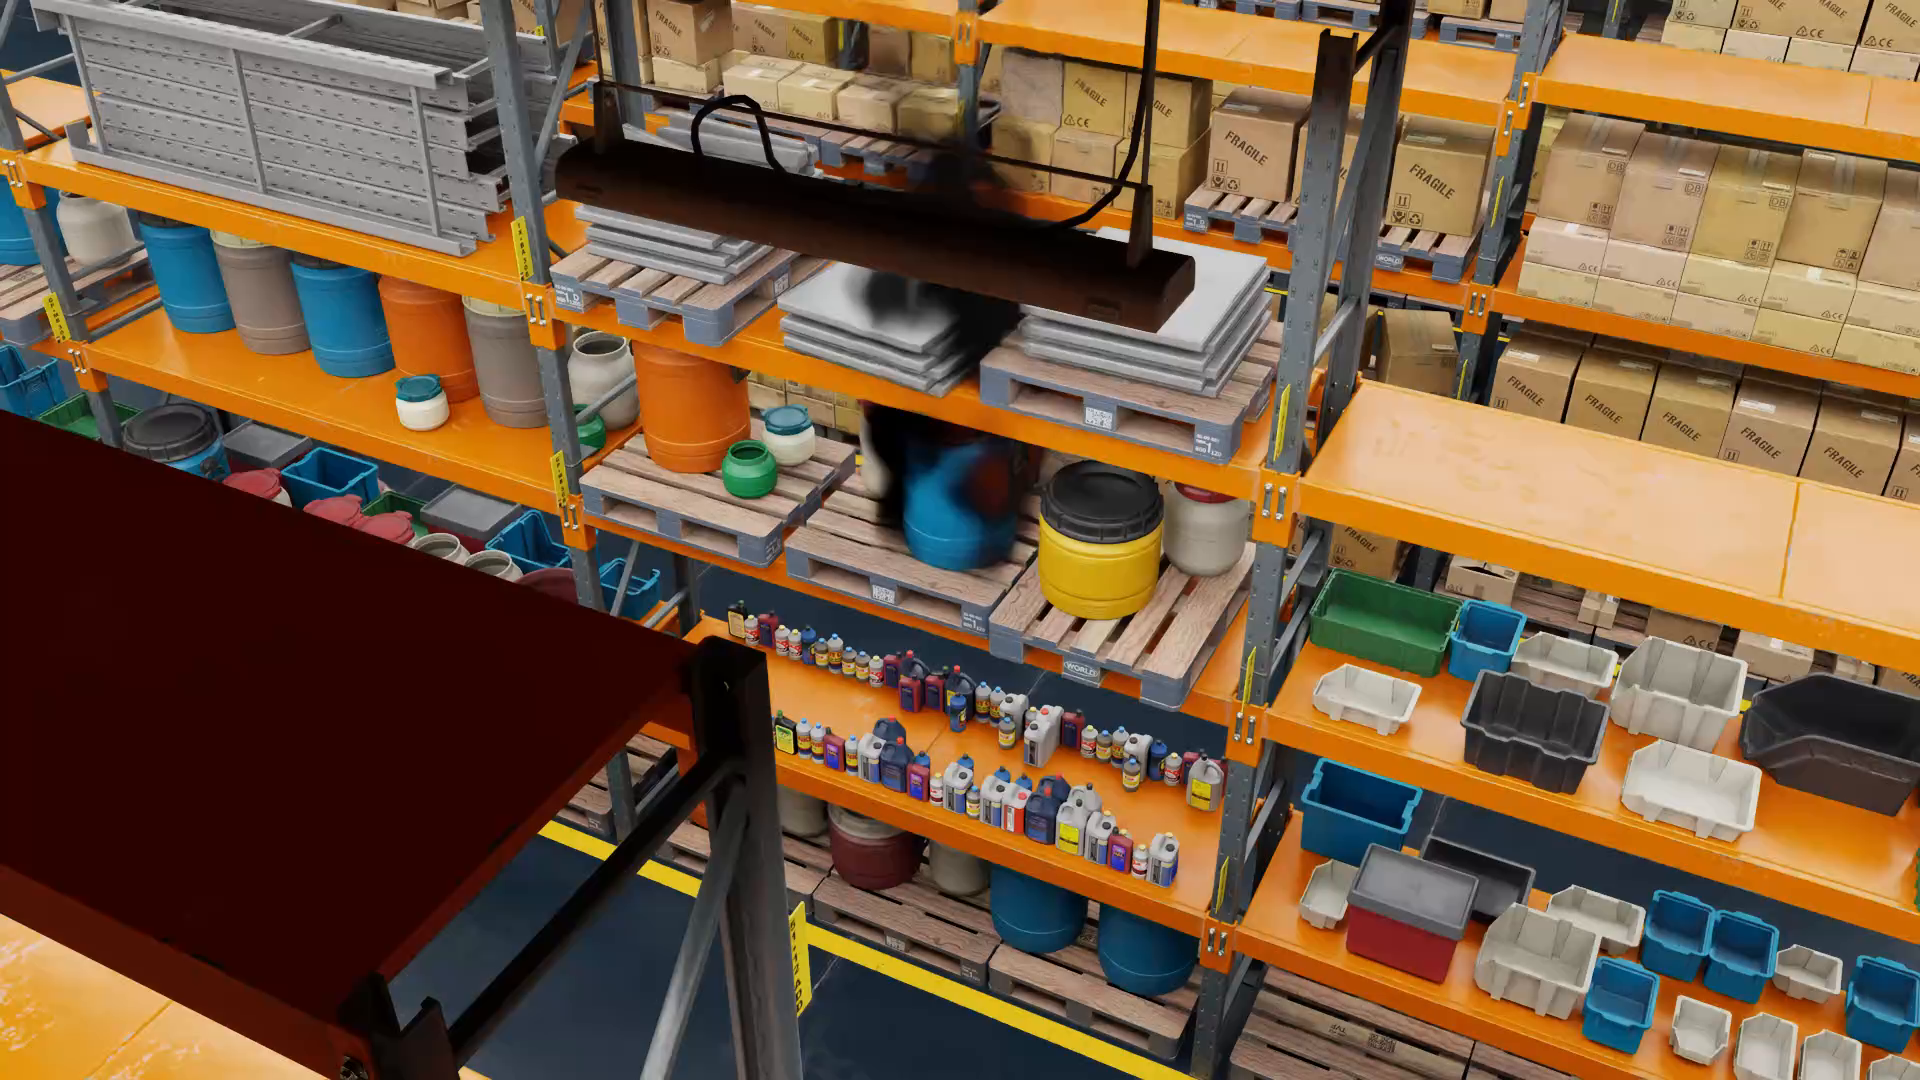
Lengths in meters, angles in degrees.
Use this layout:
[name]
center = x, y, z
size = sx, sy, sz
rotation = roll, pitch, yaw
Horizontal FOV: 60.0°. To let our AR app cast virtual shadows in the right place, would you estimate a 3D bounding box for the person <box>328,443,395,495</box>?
[person]
center = -5.038, -0.911, 13.741
size = 0.712, 1.632, 0.615
rotation = 18, 39, 24
